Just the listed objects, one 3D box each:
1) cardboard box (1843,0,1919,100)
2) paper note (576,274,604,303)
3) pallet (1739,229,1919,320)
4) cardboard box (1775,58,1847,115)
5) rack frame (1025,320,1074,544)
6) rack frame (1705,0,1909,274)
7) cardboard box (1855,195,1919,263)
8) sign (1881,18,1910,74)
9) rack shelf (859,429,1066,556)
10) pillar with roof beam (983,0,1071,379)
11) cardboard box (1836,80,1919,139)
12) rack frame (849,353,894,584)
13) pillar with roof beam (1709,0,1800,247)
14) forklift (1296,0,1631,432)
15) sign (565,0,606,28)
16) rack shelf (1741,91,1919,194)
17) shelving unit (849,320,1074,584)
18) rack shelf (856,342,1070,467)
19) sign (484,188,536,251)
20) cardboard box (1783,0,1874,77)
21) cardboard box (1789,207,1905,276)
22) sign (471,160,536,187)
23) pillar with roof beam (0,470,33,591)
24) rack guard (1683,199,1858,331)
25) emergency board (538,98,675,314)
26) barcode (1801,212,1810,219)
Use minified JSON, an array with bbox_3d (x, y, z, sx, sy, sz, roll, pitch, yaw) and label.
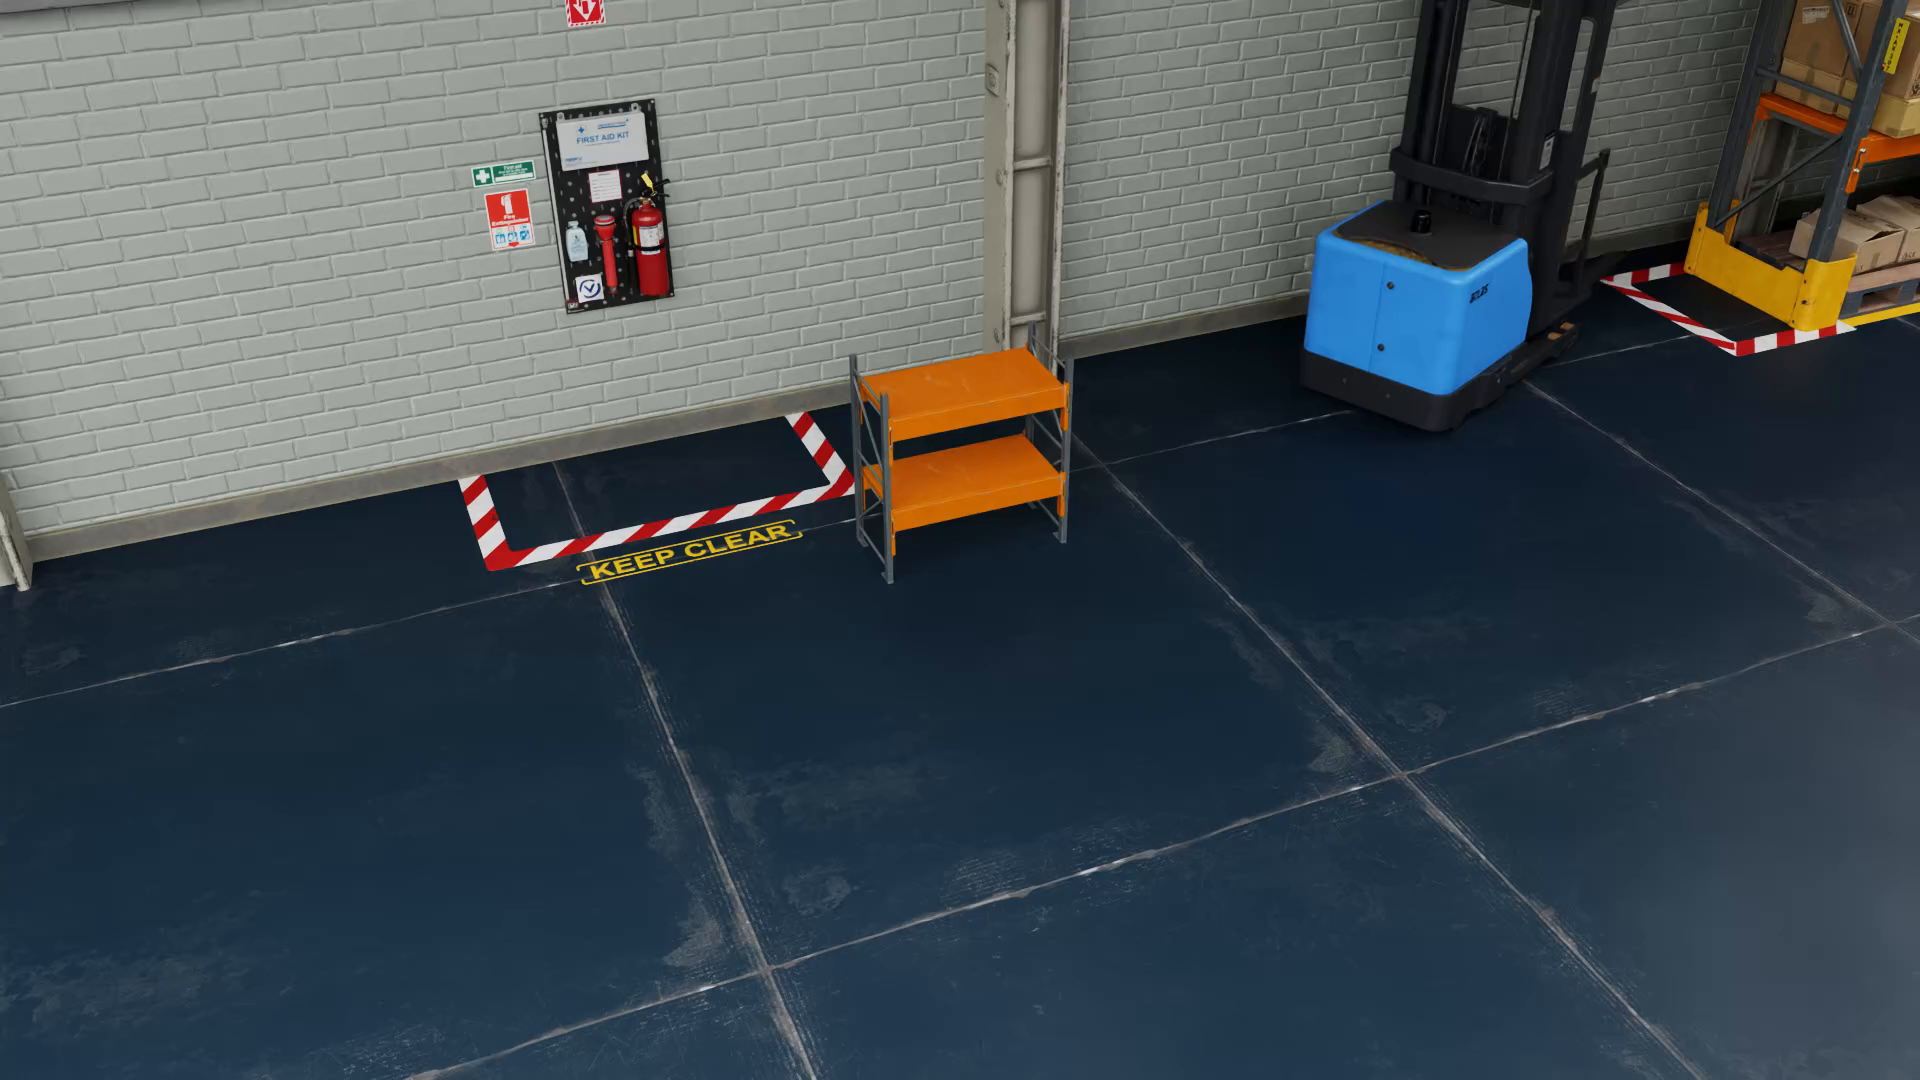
[{"bbox_3d":[6.166,-3.194,10.758,0.500,0.500,0.500,-13,35,-19],"label":"cardboard box"},{"bbox_3d":[-2.096,-1.426,9.417,0.142,0.148,0.016,-13,35,-19],"label":"paper note"},{"bbox_3d":[6.442,-1.985,12.025,1.213,0.211,1.003,-13,35,-19],"label":"pallet"},{"bbox_3d":[5.965,-3.126,11.341,0.500,0.250,0.500,-12,35,-18],"label":"cardboard box"},{"bbox_3d":[0.475,-0.580,9.028,0.032,1.125,0.500,-13,35,-19],"label":"rack frame"},{"bbox_3d":[5.609,-2.984,11.004,0.127,3.000,1.000,-13,35,-19],"label":"rack frame"},{"bbox_3d":[6.808,-2.263,11.957,0.500,0.311,0.500,-10,34,-15],"label":"cardboard box"},{"bbox_3d":[5.819,-3.074,10.349,0.005,0.325,0.100,-13,35,-19],"label":"sign"},{"bbox_3d":[0.006,-0.268,8.997,1.000,0.278,0.538,-13,35,-19],"label":"rack shelf"},{"bbox_3d":[2.054,-2.650,4.990,0.400,9.000,9.100,-13,35,-19],"label":"pillar with roof beam"},{"bbox_3d":[6.182,-2.873,10.952,0.500,0.250,0.500,-14,36,-20],"label":"cardboard box"},{"bbox_3d":[-0.462,-0.366,8.698,0.032,1.125,0.500,-13,35,-19],"label":"rack frame"},{"bbox_3d":[7.586,-3.917,6.937,0.400,9.000,9.100,-13,35,-19],"label":"pillar with roof beam"},{"bbox_3d":[3.503,-2.604,10.482,1.130,2.935,3.031,26,41,34],"label":"forklift"},{"bbox_3d":[-1.952,-2.818,8.623,0.199,0.298,0.001,-13,35,-19],"label":"sign"},{"bbox_3d":[7.453,-3.105,11.849,4.000,0.370,1.077,-13,35,-19],"label":"rack shelf"},{"bbox_3d":[0.006,-0.473,8.863,1.048,1.125,0.538,-13,35,-19],"label":"shelving unit"},{"bbox_3d":[0.006,-0.718,8.704,1.000,0.278,0.538,-13,35,-19],"label":"rack shelf"},{"bbox_3d":[-2.455,-1.748,9.071,0.234,0.329,0.001,-13,35,-19],"label":"sign"},{"bbox_3d":[5.962,-3.450,11.152,0.500,0.500,0.500,-13,35,-19],"label":"cardboard box"},{"bbox_3d":[6.282,-2.142,11.772,0.500,0.311,0.500,-17,37,-24],"label":"cardboard box"},{"bbox_3d":[-2.448,-1.966,8.921,0.331,0.109,0.001,-13,35,-19],"label":"sign"},{"bbox_3d":[-3.478,-1.383,3.043,0.400,9.000,9.100,-13,35,-19],"label":"pillar with roof beam"},{"bbox_3d":[5.679,-1.953,11.710,0.348,0.500,1.175,-13,35,-19],"label":"rack guard"},{"bbox_3d":[-1.906,-1.798,9.180,0.643,1.169,0.194,-13,35,-19],"label":"emergency board"},{"bbox_3d":[6.144,-2.351,12.085,0.075,0.075,0.001,-13,35,-19],"label":"barcode"}]
